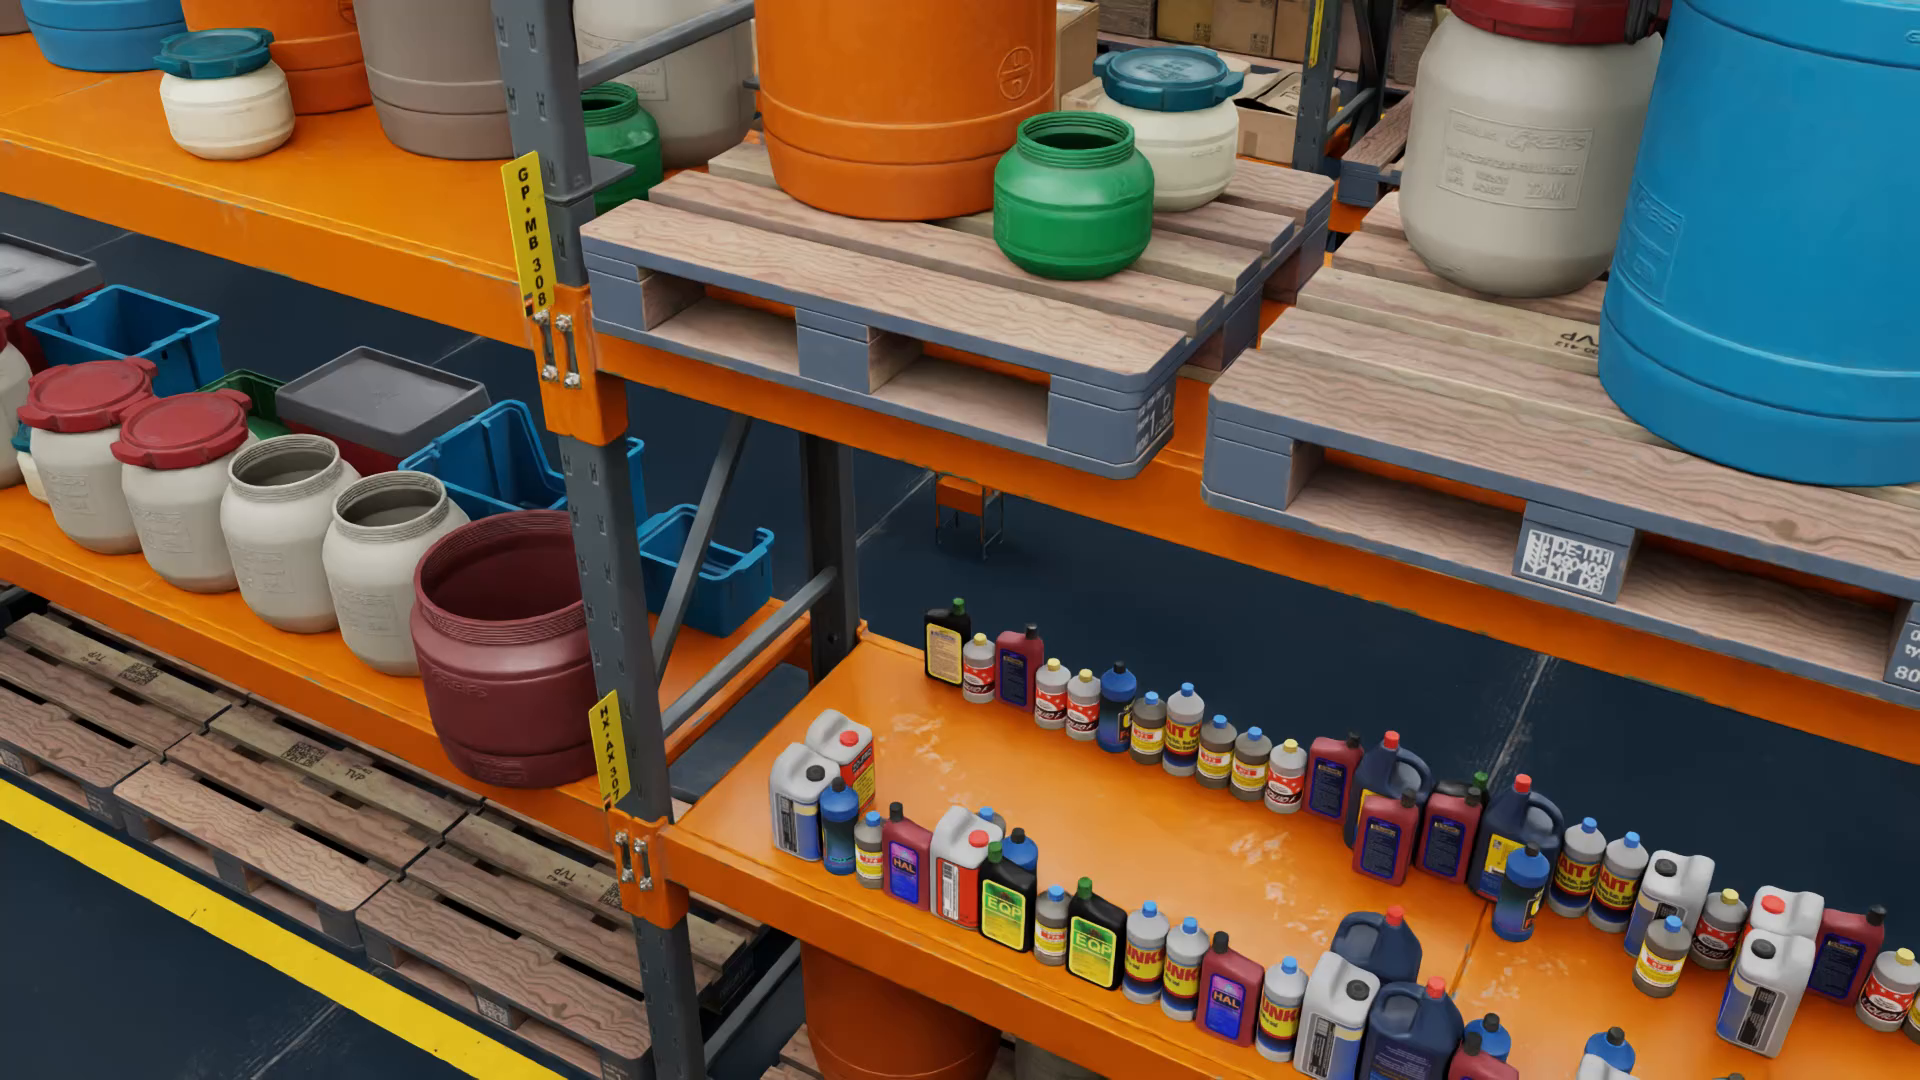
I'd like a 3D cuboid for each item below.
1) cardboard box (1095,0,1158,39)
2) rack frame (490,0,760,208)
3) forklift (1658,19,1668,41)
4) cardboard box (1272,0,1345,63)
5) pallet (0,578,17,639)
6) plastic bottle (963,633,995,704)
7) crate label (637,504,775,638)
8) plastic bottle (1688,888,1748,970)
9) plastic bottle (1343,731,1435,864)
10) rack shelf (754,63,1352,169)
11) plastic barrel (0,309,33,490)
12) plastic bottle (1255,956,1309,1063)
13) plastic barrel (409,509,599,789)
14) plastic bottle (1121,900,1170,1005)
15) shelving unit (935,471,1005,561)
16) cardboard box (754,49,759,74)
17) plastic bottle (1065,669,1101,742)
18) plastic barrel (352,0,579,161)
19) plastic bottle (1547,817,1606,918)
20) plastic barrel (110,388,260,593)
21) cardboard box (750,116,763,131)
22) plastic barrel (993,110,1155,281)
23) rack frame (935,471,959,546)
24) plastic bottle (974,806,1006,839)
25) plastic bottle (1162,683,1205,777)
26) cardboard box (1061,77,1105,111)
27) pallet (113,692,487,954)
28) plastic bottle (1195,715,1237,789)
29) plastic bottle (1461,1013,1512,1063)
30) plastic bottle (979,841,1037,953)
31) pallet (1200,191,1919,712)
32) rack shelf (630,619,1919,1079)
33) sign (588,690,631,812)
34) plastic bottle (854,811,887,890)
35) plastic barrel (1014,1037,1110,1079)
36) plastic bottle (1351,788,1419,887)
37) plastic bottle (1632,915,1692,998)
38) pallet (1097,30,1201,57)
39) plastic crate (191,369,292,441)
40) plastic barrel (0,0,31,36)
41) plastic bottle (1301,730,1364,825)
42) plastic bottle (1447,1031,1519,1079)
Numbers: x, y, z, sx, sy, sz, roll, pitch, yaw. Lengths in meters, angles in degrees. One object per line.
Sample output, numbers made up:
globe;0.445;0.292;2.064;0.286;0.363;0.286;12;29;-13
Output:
cardboard box;1.492;-4.491;13.647;0.500;0.500;0.700;19;38;26
rack frame;-0.598;-2.173;2.894;0.127;3.000;1.000;18;37;24
forklift;4.384;-3.068;9.713;3.031;2.935;1.130;-23;40;-30
cardboard box;2.832;-4.079;13.028;0.500;0.500;0.700;17;37;24
pallet;-4.633;0.180;7.289;1.213;0.211;1.003;18;37;24
plastic bottle;0.056;0.353;4.692;0.097;0.201;0.097;0;34;0
crate label;-0.778;0.098;5.048;0.416;0.233;0.303;18;37;24
plastic bottle;1.771;0.897;3.876;0.097;0.201;0.097;0;34;0
plastic bottle;1.075;0.629;4.144;0.185;0.351;0.144;18;37;24
rack shelf;0.126;-2.309;9.160;4.000;0.370;1.077;18;37;24
plastic barrel;-3.349;-0.464;5.617;0.433;0.535;0.433;0;34;0
plastic bottle;0.707;1.015;3.635;0.097;0.271;0.097;0;34;0
plastic barrel;-1.151;0.286;4.492;0.708;0.536;0.600;18;37;24
plastic bottle;0.422;0.925;3.771;0.097;0.271;0.097;0;34;0
shelving unit;0.046;-0.422;7.437;0.252;1.050;0.215;18;37;24
cardboard box;-0.942;-2.712;9.343;0.250;0.149;0.380;18;37;24
plastic bottle;0.341;0.444;4.557;0.097;0.201;0.097;0;34;0
plastic barrel;-1.203;-1.463;4.082;0.600;0.901;0.600;0;34;0
plastic bottle;1.485;0.777;3.993;0.097;0.271;0.097;0;34;0
plastic barrel;-2.337;-0.143;5.136;0.433;0.535;0.433;0;34;0
cardboard box;-1.116;-2.449;10.317;0.500;0.311;0.500;18;37;24
plastic barrel;0.208;-0.632;3.048;0.294;0.245;0.294;0;34;0
rack frame;-0.059;-0.456;7.487;0.008;1.050;0.200;18;37;24
plastic bottle;0.065;0.744;4.106;0.097;0.201;0.097;0;34;0
plastic bottle;0.594;0.495;4.417;0.097;0.271;0.097;0;34;0
cardboard box;0.728;-2.277;8.690;0.250;0.149;0.380;21;39;28
pallet;-2.307;0.917;6.182;1.213;0.211;1.003;18;37;24
plastic bottle;0.679;0.551;4.396;0.097;0.201;0.097;0;34;0
plastic bottle;1.099;1.100;3.507;0.097;0.271;0.097;0;34;0
plastic bottle;0.113;0.833;3.897;0.133;0.283;0.061;18;37;24
pallet;1.160;-0.225;2.845;1.213;0.211;1.003;18;37;24
rack shelf;1.138;1.174;3.930;4.000;0.370;1.077;18;37;24
sign;-0.865;0.523;4.111;0.005;0.325;0.100;18;37;24
plastic bottle;-0.211;0.753;4.092;0.097;0.201;0.097;0;34;0
plastic barrel;0.370;1.424;4.771;0.421;0.512;0.421;0;34;0
plastic bottle;1.046;0.713;4.078;0.133;0.283;0.061;18;37;24
plastic bottle;1.611;0.943;3.807;0.097;0.201;0.097;0;34;0
pallet;1.521;-4.169;13.820;1.213;0.211;1.003;18;37;24
plastic crate;-2.419;-0.344;5.752;0.662;0.188;0.450;18;37;24
plastic barrel;-2.954;-2.018;4.915;0.600;0.901;0.600;0;34;0
plastic bottle;0.957;0.593;4.258;0.133;0.283;0.061;18;37;24
plastic bottle;1.075;1.138;3.439;0.133;0.283;0.061;18;37;24
